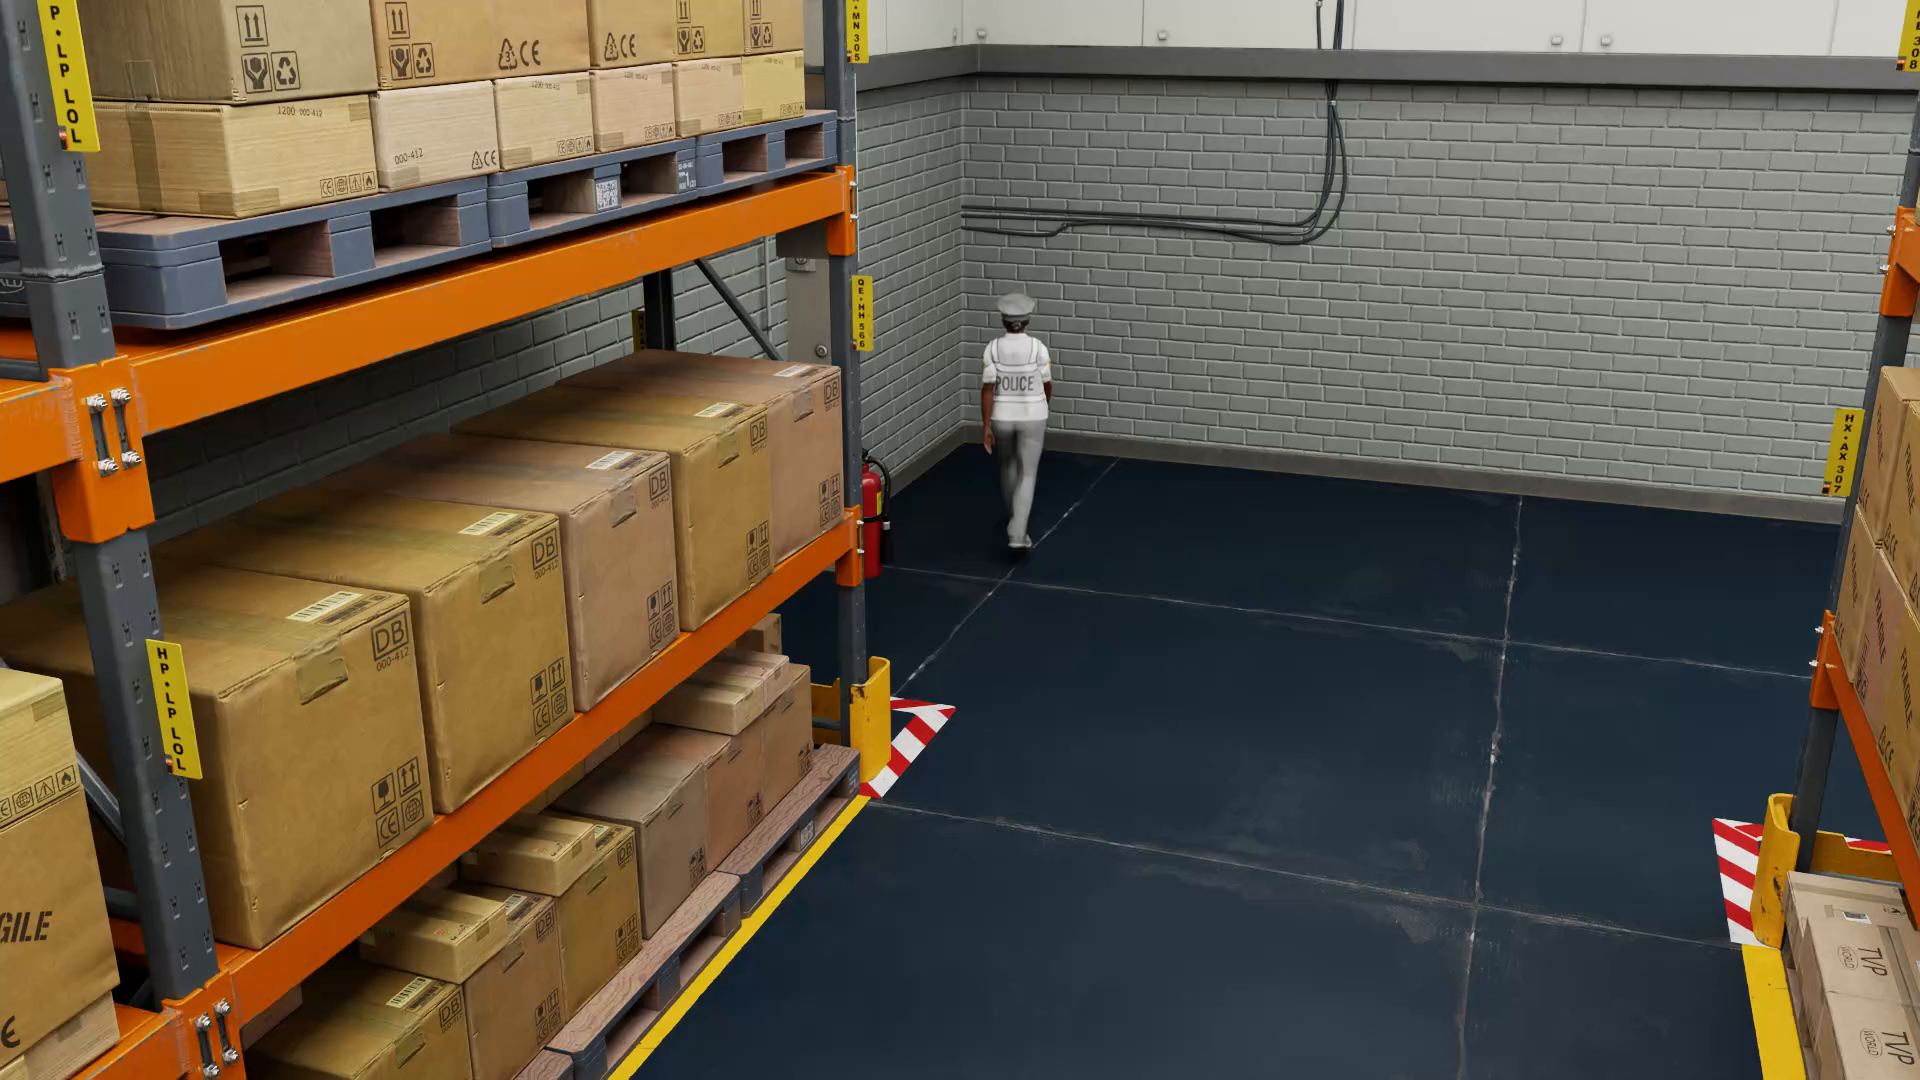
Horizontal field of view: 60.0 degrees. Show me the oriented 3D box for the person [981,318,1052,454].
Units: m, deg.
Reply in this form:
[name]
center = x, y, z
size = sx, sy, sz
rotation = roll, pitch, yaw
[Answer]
[person]
center = 0.383, -1.084, 10.813
size = 0.429, 0.987, 0.512
rotation = 5, 19, 14
